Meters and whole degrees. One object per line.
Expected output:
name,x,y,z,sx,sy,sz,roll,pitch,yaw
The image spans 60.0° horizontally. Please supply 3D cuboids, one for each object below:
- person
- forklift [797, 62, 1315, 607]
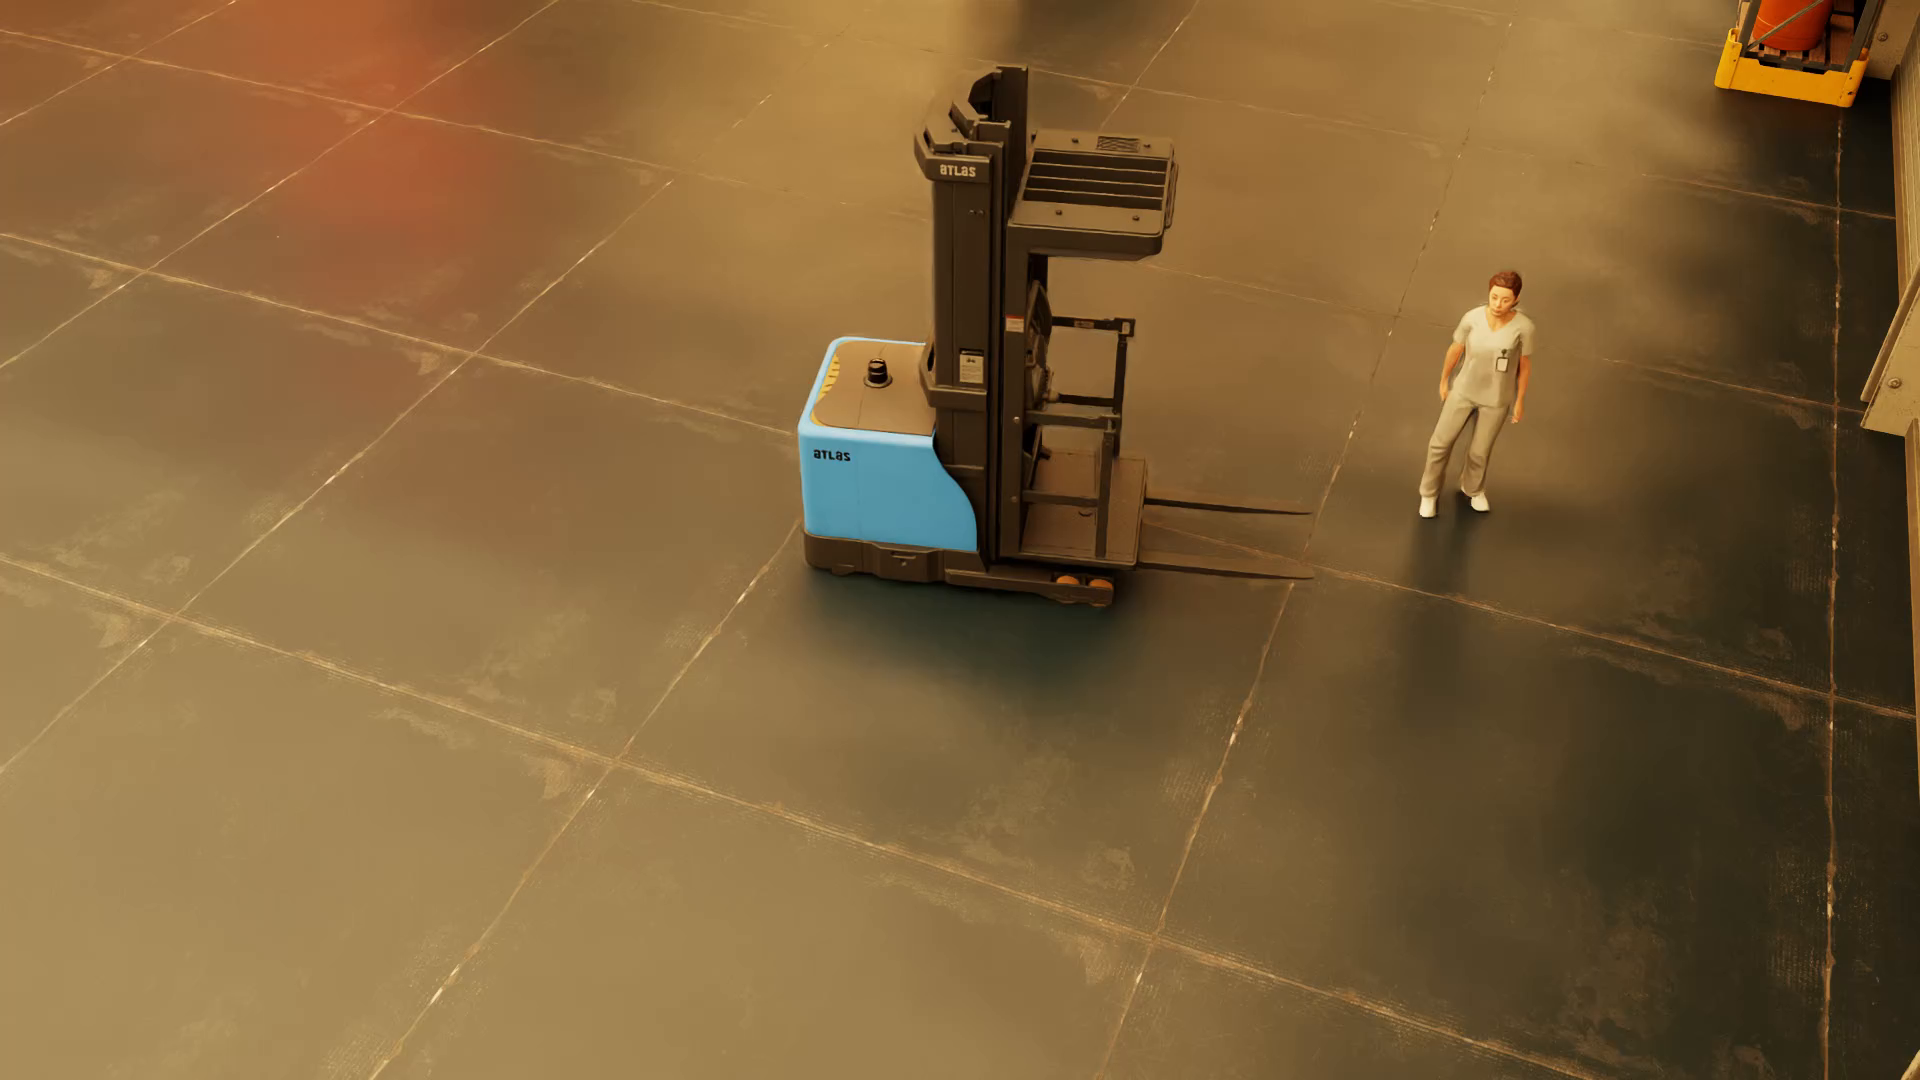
person,3.147,-0.852,10.048,0.538,1.661,0.478,18,43,20
forklift,0.623,-1.095,9.315,3.031,2.935,1.130,6,40,7
